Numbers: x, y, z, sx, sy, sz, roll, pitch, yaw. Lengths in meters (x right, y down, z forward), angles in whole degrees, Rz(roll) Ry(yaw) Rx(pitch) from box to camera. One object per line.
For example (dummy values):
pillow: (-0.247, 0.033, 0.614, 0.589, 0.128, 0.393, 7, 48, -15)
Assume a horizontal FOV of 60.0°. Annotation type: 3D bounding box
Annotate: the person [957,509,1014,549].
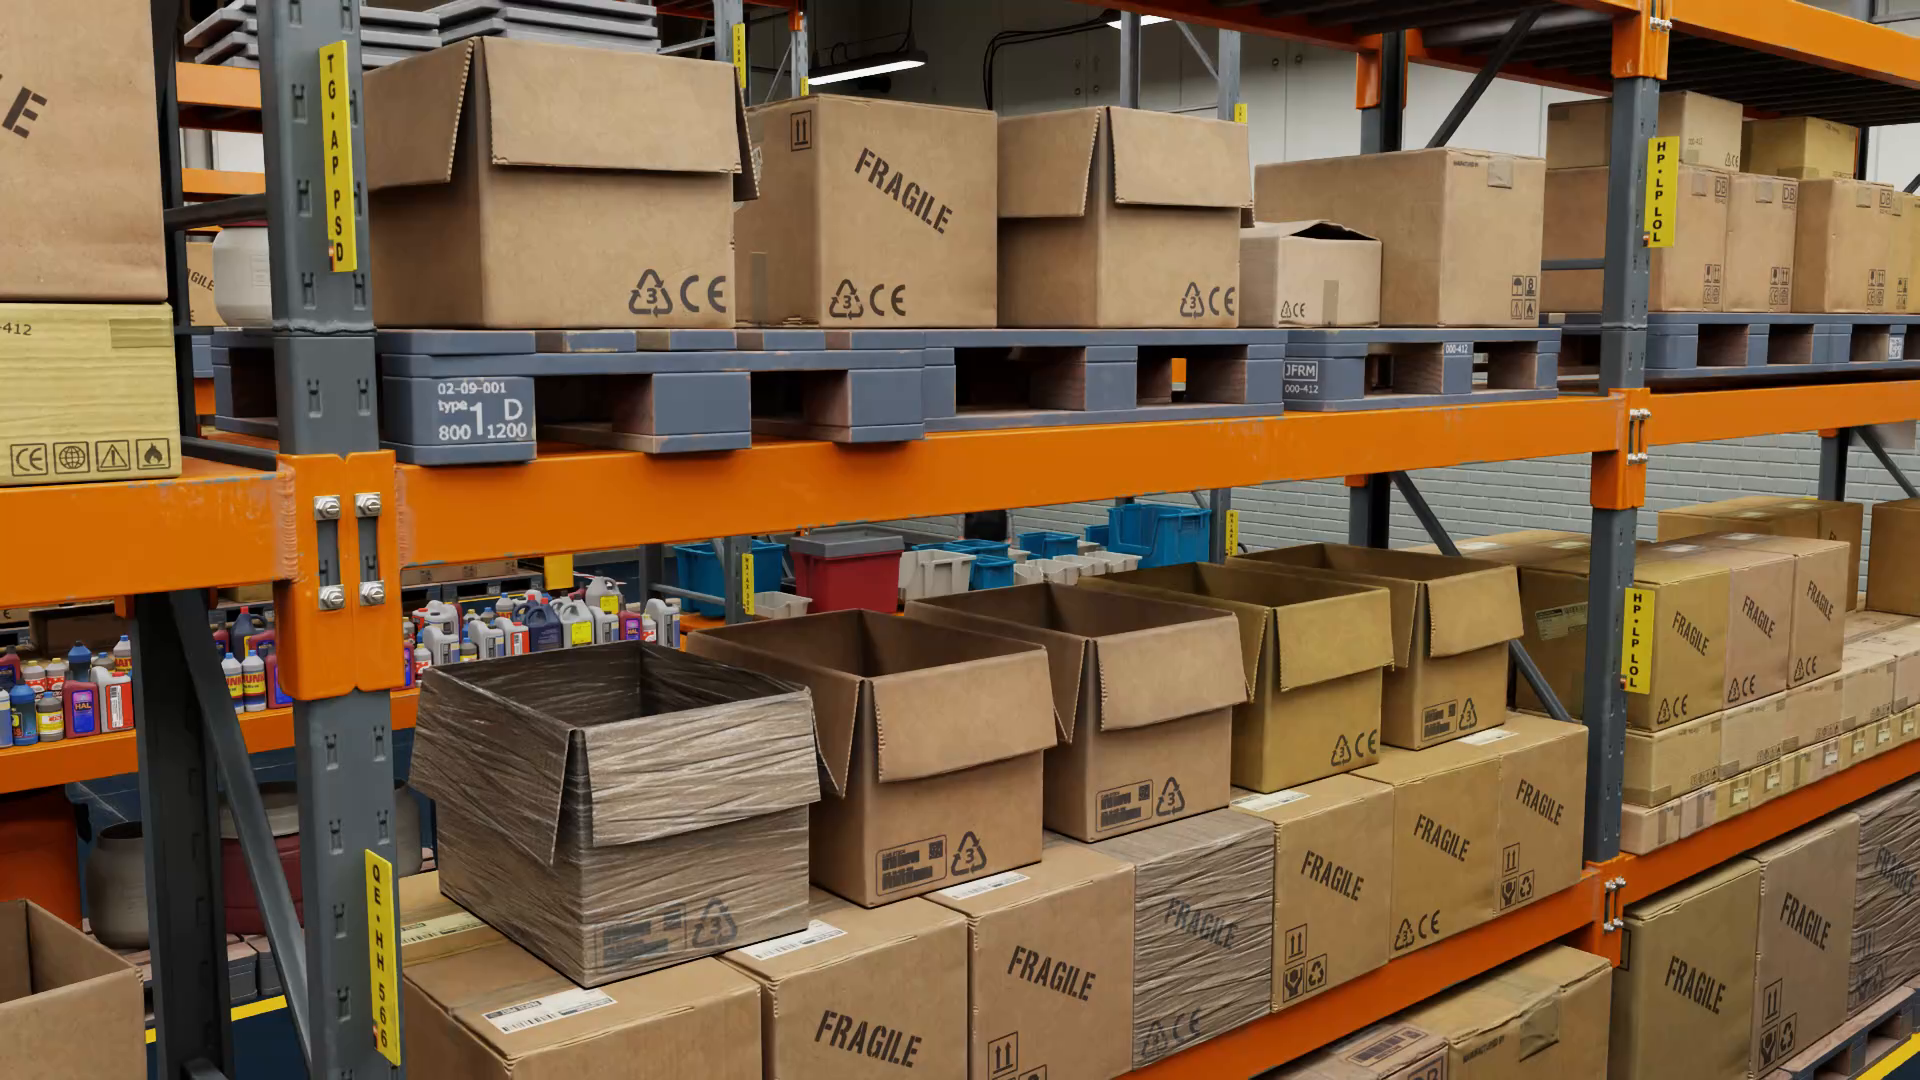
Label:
person: (0.269, 0.047, 16.526, 0.582, 1.741, 0.526, -2, 8, -17)
